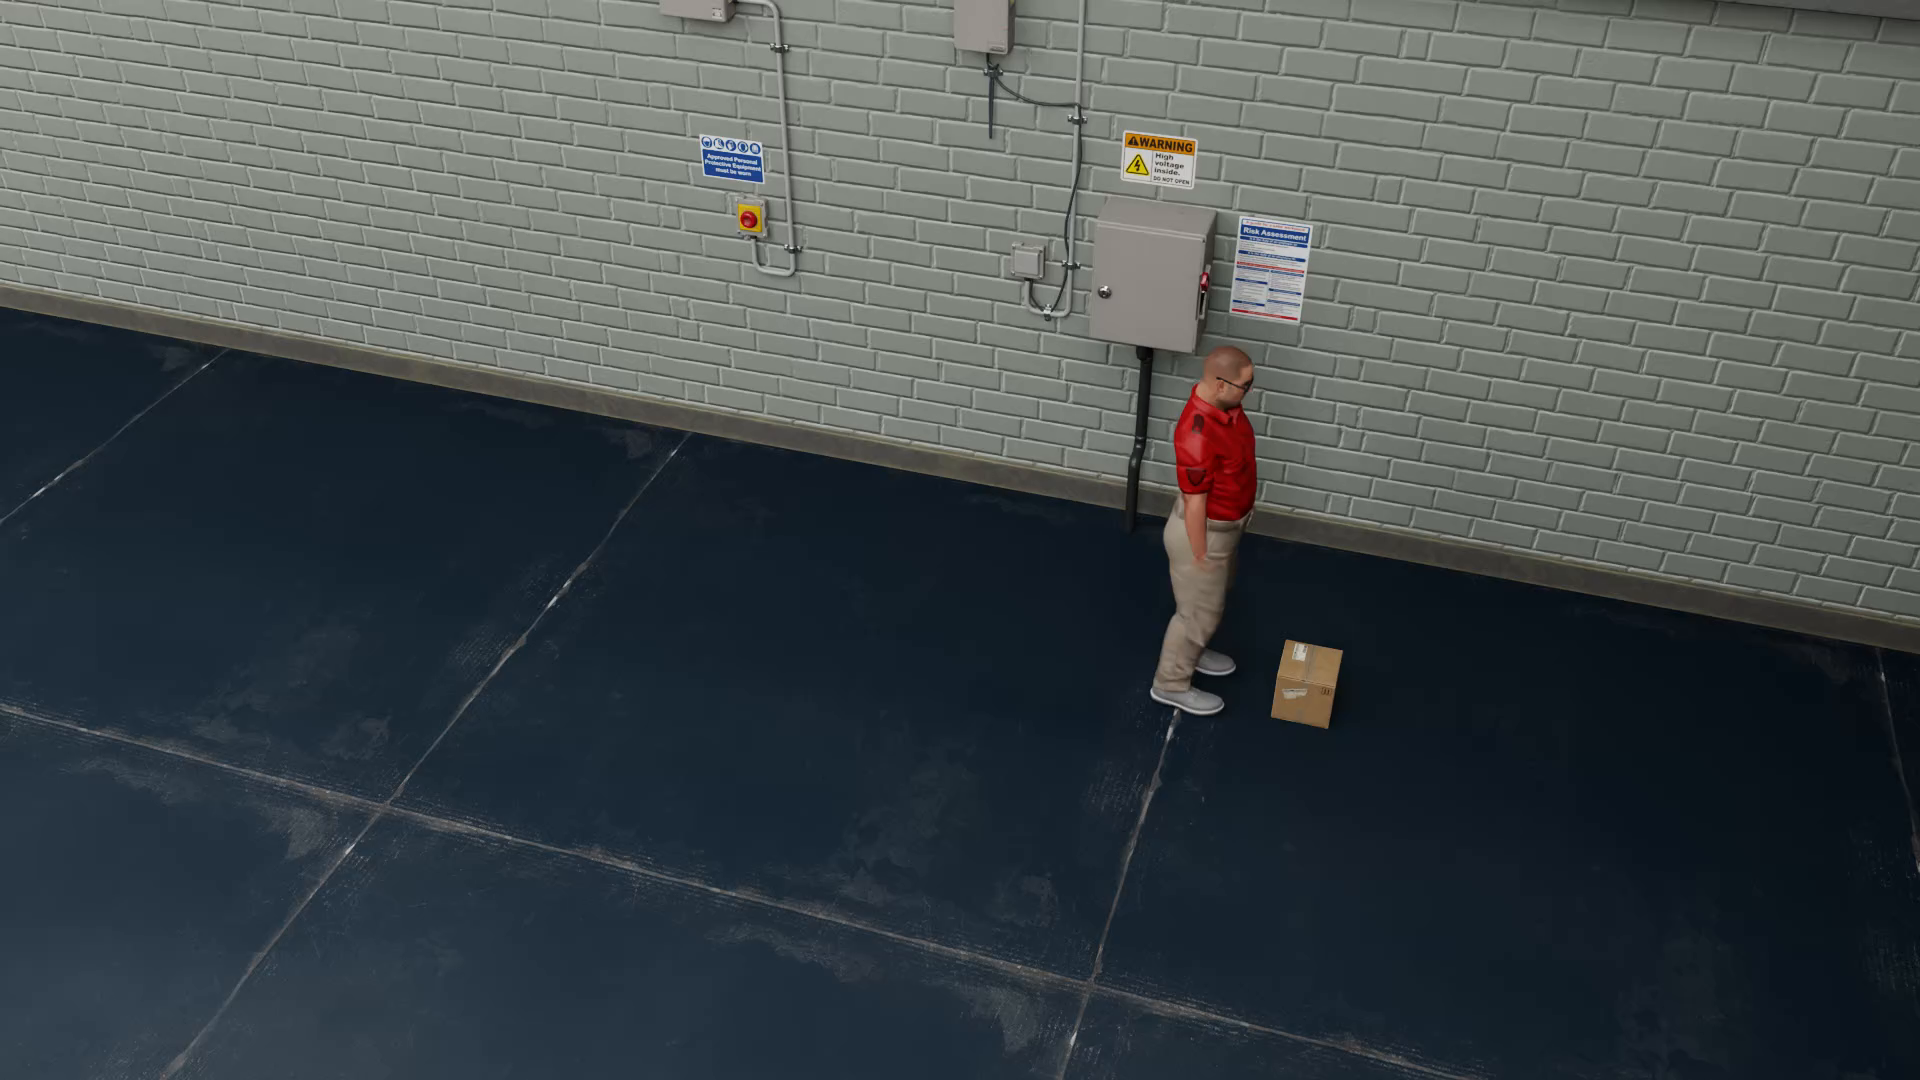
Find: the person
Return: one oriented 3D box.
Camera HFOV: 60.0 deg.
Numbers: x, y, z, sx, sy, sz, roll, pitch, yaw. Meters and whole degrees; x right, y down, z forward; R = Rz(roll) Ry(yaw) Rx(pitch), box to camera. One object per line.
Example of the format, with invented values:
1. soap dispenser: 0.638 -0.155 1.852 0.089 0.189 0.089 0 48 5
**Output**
1. person: 1.056 -0.056 6.991 0.358 1.721 0.530 11 38 15
